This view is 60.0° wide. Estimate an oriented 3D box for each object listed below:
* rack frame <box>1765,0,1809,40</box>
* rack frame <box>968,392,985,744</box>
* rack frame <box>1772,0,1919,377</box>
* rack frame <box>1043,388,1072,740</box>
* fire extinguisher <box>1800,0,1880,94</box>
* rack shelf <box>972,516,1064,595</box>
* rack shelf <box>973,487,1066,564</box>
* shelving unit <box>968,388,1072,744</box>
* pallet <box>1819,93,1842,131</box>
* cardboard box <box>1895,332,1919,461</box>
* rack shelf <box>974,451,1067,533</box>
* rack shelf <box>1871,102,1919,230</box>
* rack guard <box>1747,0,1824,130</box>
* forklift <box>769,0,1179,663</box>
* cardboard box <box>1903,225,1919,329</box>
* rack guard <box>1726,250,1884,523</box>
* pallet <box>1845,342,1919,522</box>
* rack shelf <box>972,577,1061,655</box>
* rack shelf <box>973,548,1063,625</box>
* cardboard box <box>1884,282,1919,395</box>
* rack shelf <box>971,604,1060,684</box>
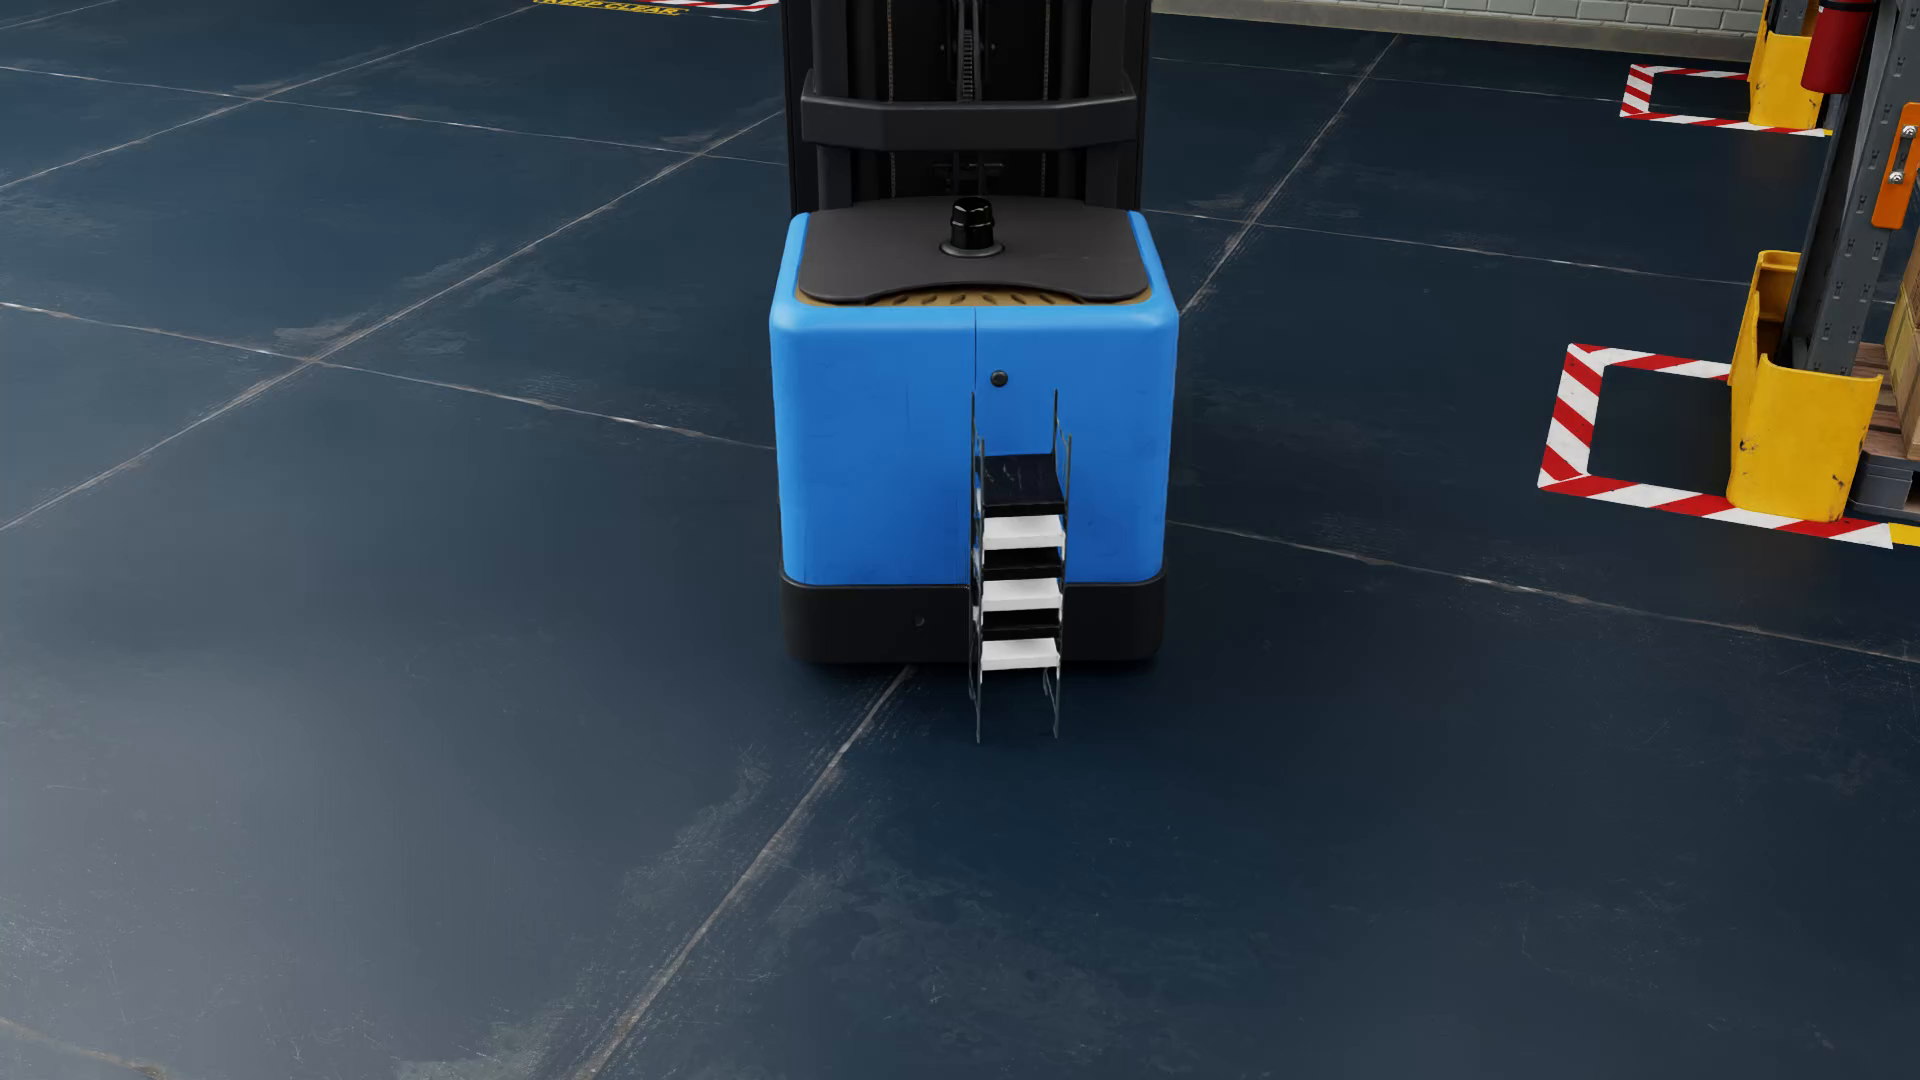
[{"bbox_3d":[4.769,-3.903,9.107,0.127,3.000,1.000,11,31,19],"label":"rack frame"},{"bbox_3d":[0.040,0.085,4.172,0.006,0.900,0.240,-3,32,-5],"label":"rack frame"},{"bbox_3d":[2.910,-1.644,5.110,0.127,3.000,1.000,11,31,19],"label":"rack frame"},{"bbox_3d":[0.242,0.075,4.189,0.006,0.900,0.240,-3,32,-5],"label":"rack frame"},{"bbox_3d":[2.976,-1.844,5.543,0.183,0.674,0.296,11,31,19],"label":"fire extinguisher"},{"bbox_3d":[0.141,0.032,4.151,0.200,0.077,0.258,-3,32,-5],"label":"rack shelf"},{"bbox_3d":[0.142,-0.044,4.103,0.200,0.077,0.258,-3,32,-5],"label":"rack shelf"},{"bbox_3d":[0.141,0.080,4.181,0.210,0.900,0.258,-3,32,-5],"label":"shelving unit"},{"bbox_3d":[5.579,-2.509,9.474,1.213,0.211,1.003,11,31,19],"label":"pallet"},{"bbox_3d":[3.324,-0.429,5.328,0.500,0.250,0.500,11,31,19],"label":"cardboard box"},{"bbox_3d":[0.142,-0.120,4.055,0.200,0.077,0.258,-3,32,-5],"label":"rack shelf"},{"bbox_3d":[4.764,-0.961,4.632,4.000,0.370,1.077,11,31,19],"label":"rack shelf"},{"bbox_3d":[4.840,-2.801,9.698,0.348,0.500,1.175,11,31,19],"label":"rack guard"},{"bbox_3d":[0.013,-1.626,5.149,1.130,2.935,3.031,0,29,-1],"label":"forklift"},{"bbox_3d":[3.519,-0.993,5.563,0.500,0.500,0.500,11,31,19],"label":"cardboard box"},{"bbox_3d":[2.888,-0.560,5.733,0.348,0.500,1.175,11,31,19],"label":"rack guard"},{"bbox_3d":[3.635,-0.308,5.580,1.213,0.211,1.003,11,31,19],"label":"pallet"},{"bbox_3d":[0.140,0.184,4.247,0.200,0.077,0.258,-3,32,-5],"label":"rack shelf"},{"bbox_3d":[0.141,0.108,4.199,0.200,0.077,0.258,-3,32,-5],"label":"rack shelf"},{"bbox_3d":[3.518,-0.665,5.746,0.500,0.250,0.500,11,31,19],"label":"cardboard box"},{"bbox_3d":[0.140,0.260,4.295,0.200,0.077,0.258,-3,32,-5],"label":"rack shelf"}]
